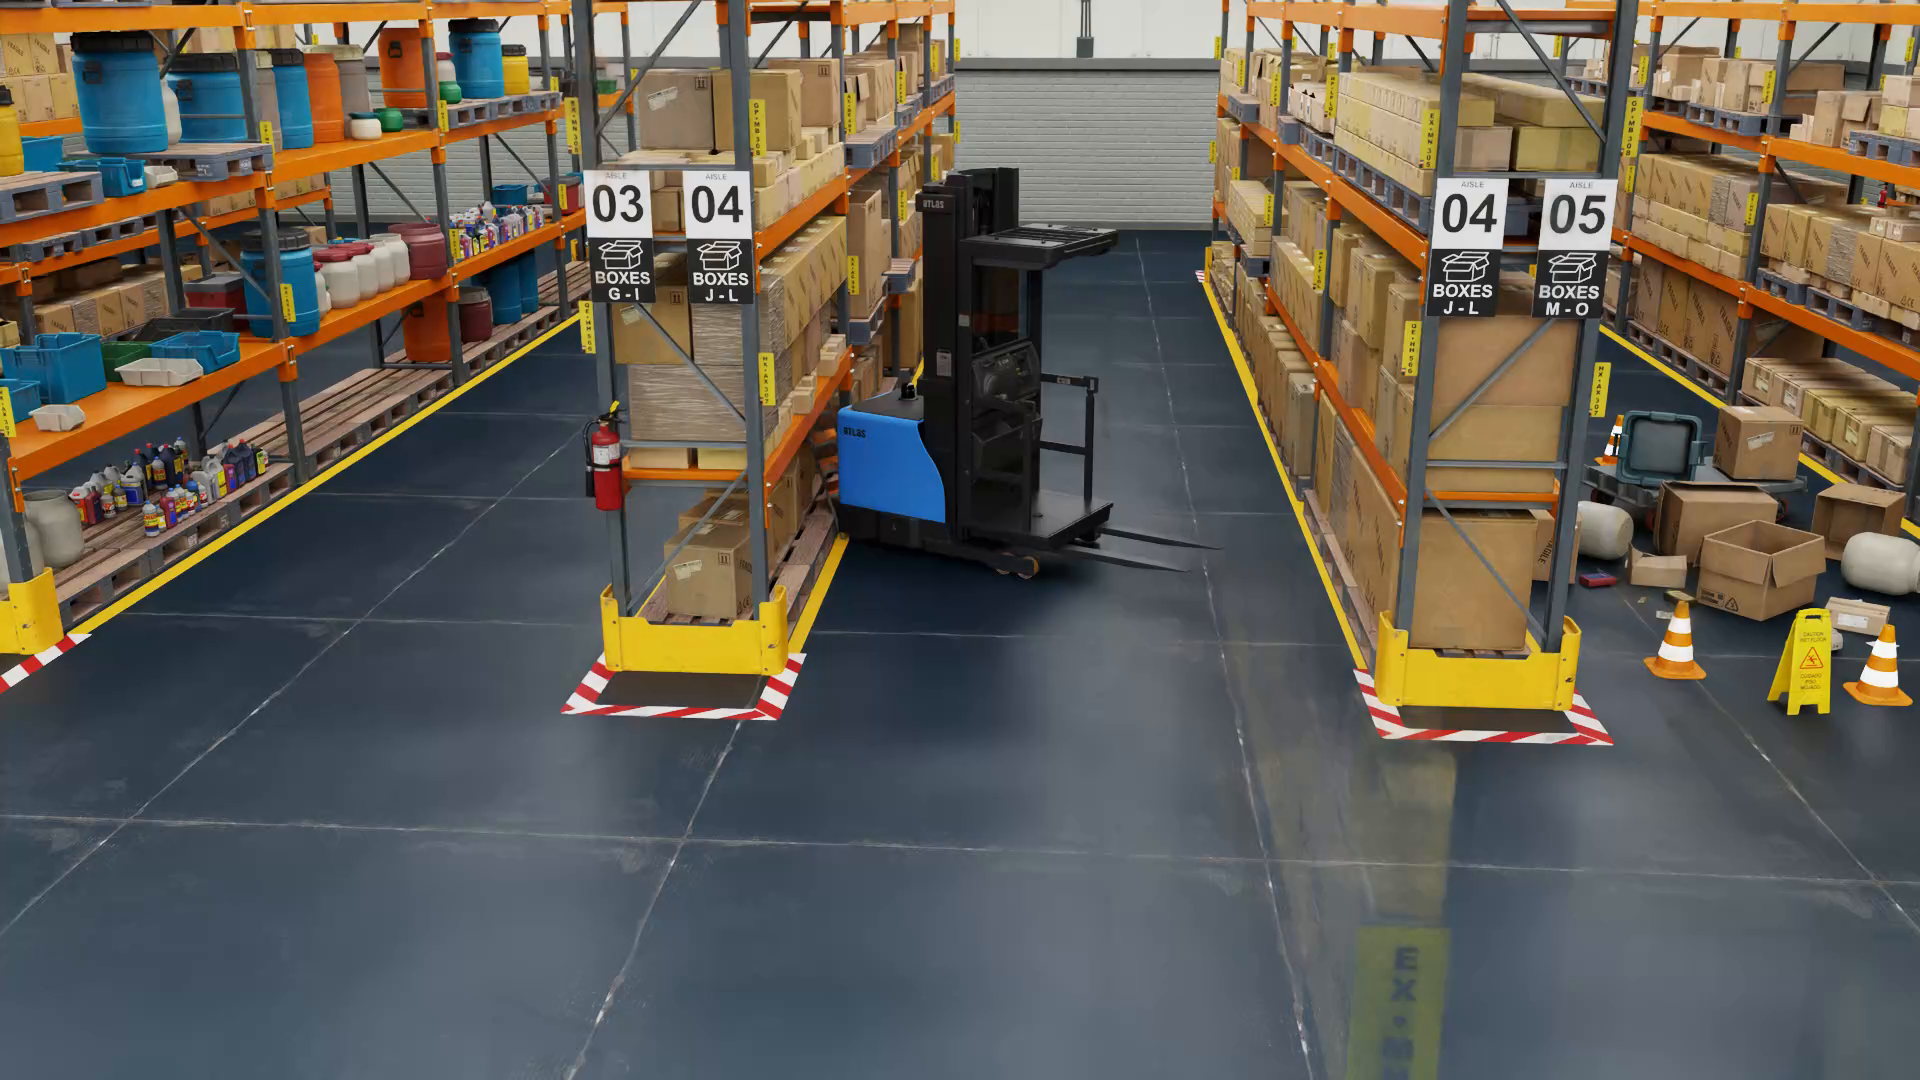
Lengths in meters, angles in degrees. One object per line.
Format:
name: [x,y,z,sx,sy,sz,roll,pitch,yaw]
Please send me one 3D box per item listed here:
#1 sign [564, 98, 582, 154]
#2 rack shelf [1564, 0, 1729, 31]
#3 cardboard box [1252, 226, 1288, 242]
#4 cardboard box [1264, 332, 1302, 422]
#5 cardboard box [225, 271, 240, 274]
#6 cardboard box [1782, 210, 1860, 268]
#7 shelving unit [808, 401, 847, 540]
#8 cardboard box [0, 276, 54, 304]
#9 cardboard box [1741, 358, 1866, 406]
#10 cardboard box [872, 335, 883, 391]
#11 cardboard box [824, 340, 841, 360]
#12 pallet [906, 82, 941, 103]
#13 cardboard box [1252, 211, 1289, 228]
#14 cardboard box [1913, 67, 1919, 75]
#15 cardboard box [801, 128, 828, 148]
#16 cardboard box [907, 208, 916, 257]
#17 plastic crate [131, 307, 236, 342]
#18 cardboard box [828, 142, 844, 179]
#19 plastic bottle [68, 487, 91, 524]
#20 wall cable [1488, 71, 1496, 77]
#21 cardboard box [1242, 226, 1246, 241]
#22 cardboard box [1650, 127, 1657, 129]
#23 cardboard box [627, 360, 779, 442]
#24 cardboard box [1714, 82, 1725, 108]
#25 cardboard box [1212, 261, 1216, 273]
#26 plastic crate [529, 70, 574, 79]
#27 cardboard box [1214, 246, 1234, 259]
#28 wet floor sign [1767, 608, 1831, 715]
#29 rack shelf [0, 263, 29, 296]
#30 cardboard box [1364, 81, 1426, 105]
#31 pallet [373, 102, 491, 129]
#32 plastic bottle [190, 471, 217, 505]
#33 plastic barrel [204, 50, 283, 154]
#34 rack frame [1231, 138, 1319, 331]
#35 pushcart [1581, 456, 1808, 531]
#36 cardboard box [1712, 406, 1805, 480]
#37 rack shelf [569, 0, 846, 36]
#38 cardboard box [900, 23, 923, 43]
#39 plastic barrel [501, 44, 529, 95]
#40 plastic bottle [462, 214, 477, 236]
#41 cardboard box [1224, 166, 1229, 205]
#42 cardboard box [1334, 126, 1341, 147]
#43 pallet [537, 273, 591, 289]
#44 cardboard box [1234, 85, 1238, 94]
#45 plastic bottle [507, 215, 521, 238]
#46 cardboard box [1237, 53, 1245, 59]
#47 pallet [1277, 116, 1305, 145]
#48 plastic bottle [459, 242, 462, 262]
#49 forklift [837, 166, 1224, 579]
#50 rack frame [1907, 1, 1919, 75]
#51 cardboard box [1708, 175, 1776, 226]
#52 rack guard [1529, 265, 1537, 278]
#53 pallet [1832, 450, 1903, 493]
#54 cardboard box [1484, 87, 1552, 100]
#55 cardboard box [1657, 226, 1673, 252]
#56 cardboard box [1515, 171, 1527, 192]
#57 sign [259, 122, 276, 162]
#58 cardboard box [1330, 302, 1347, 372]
sign: [-2.286,-2.456,9.861,0.100,0.325,0.005,1,18,4]
rack shelf: [9.155,-7.037,22.244,1.077,0.370,4.000,1,18,4]
cardboard box: [3.361,-3.319,17.985,0.380,0.149,0.250,2,18,5]
cardboard box: [3.587,-1.605,16.443,1.050,0.750,0.750,2,18,5]
cardboard box: [-10.456,-3.797,24.038,0.380,0.166,0.250,1,18,4]
cardboard box: [8.431,-2.946,16.284,0.500,0.500,0.500,2,18,7]
shelving unit: [-1.042,-0.646,13.536,0.258,1.200,0.503,-17,13,-3]
cardboard box: [-11.208,-2.989,19.831,0.500,0.250,0.500,2,18,6]
cardboard box: [8.674,-1.630,17.126,0.950,0.372,0.625,0,18,0]
cardboard box: [-1.188,-1.888,17.676,0.700,0.500,0.500,0,18,1]
cardboard box: [-1.196,-1.563,13.780,0.380,0.149,0.250,1,18,4]
pallet: [-0.804,-5.955,22.105,1.003,0.211,1.213,1,18,4]
cardboard box: [3.358,-3.459,17.935,0.380,0.149,0.250,1,18,2]
cardboard box: [13.945,-6.593,23.673,0.500,0.250,0.500,1,18,3]
cardboard box: [-1.224,-3.109,12.877,0.380,0.149,0.250,0,18,1]
cardboard box: [-0.786,-3.587,19.393,0.500,0.500,0.500,1,18,3]
plastic crate: [-6.551,-1.755,14.060,0.767,0.338,0.504,1,18,4]
cardboard box: [-1.219,-3.040,13.307,0.500,0.250,0.500,2,18,6]
plastic bottle: [-6.934,-0.274,13.110,0.152,0.276,0.135,1,18,4]
wall cable: [9.679,-7.589,30.083,0.585,1.953,0.123,1,18,4]
cardboard box: [3.434,-3.495,19.001,0.380,0.149,0.250,0,18,1]
cardboard box: [9.398,-5.575,22.813,0.380,0.149,0.250,2,18,6]
cardboard box: [-1.667,-0.950,10.867,0.875,0.500,0.500,1,18,4]
cardboard box: [8.474,-4.851,18.135,0.396,0.266,0.258,1,18,3]
cardboard box: [3.997,-4.107,25.045,0.380,0.149,0.250,2,18,5]
plastic crate: [-5.910,-6.598,24.025,0.504,0.338,0.767,1,18,4]
cardboard box: [3.932,-4.227,24.454,0.380,0.149,0.250,1,18,4]
wet floor sign: [5.179,0.723,10.180,0.267,0.644,0.232,-2,18,-6]
rack shelf: [-11.184,-2.335,16.887,1.077,0.370,4.000,1,18,4]
cardboard box: [3.038,-3.122,11.606,0.380,0.149,0.250,1,18,4]
pallet: [-5.948,-4.757,18.610,1.003,0.211,1.213,1,18,4]
plastic bottle: [-6.198,-0.442,13.622,0.152,0.276,0.135,2,18,5]
plastic barrel: [-6.520,-3.973,15.110,0.600,0.901,0.600,0,18,0]
rack frame: [4.067,-4.176,21.350,1.000,3.000,0.127,1,18,4]
pushcart: [6.160,-0.401,14.042,1.648,0.377,0.936,-5,19,-15]
cardboard box: [6.660,-0.814,13.890,0.500,0.500,0.500,1,18,4]
rack shelf: [-1.590,-3.720,11.483,1.077,0.370,4.000,1,18,4]
cardboard box: [-0.741,-7.009,22.980,0.500,0.250,0.500,1,18,2]
plastic barrel: [-5.676,-5.855,20.680,0.600,0.588,0.600,0,18,0]
plastic bottle: [-6.141,-3.943,20.839,0.152,0.276,0.135,1,18,4]
cardboard box: [3.895,-4.837,22.729,0.500,0.500,0.500,1,18,4]
cardboard box: [3.128,-3.139,12.936,0.380,0.149,0.250,1,18,3]
pallet: [-5.714,-3.713,24.414,1.003,0.211,1.213,1,18,4]
cardboard box: [3.880,-5.843,21.862,0.500,0.250,0.500,1,18,4]
plastic bottle: [-5.591,-3.928,20.793,0.152,0.276,0.135,1,18,4]
cardboard box: [3.883,-6.384,22.070,0.380,0.149,0.250,1,18,2]
pallet: [3.787,-4.068,16.507,1.213,0.211,1.003,2,18,6]
plastic bottle: [-5.711,-3.288,18.846,0.097,0.271,0.097,0,18,0]
forklift: [0.533,-1.290,12.653,3.031,2.935,1.130,11,21,30]
rack frame: [14.249,-8.080,23.631,1.000,3.000,0.127,1,18,4]
cardboard box: [8.529,-3.703,18.140,0.500,0.500,0.500,2,18,5]
rack guard: [9.300,-4.159,25.312,1.175,0.500,0.348,1,18,4]
pallet: [8.492,-0.529,14.698,1.003,0.211,1.213,1,18,4]
cardboard box: [3.640,-2.872,10.842,0.380,0.149,0.250,1,18,3]
cardboard box: [8.628,-3.575,19.757,0.500,0.250,0.500,1,18,3]
cardboard box: [3.568,-2.180,10.011,0.380,0.149,0.250,1,18,4]
sign: [-5.839,-3.358,14.022,0.100,0.325,0.005,1,18,4]
cardboard box: [3.479,-1.648,13.393,0.875,0.550,0.550,1,18,4]
